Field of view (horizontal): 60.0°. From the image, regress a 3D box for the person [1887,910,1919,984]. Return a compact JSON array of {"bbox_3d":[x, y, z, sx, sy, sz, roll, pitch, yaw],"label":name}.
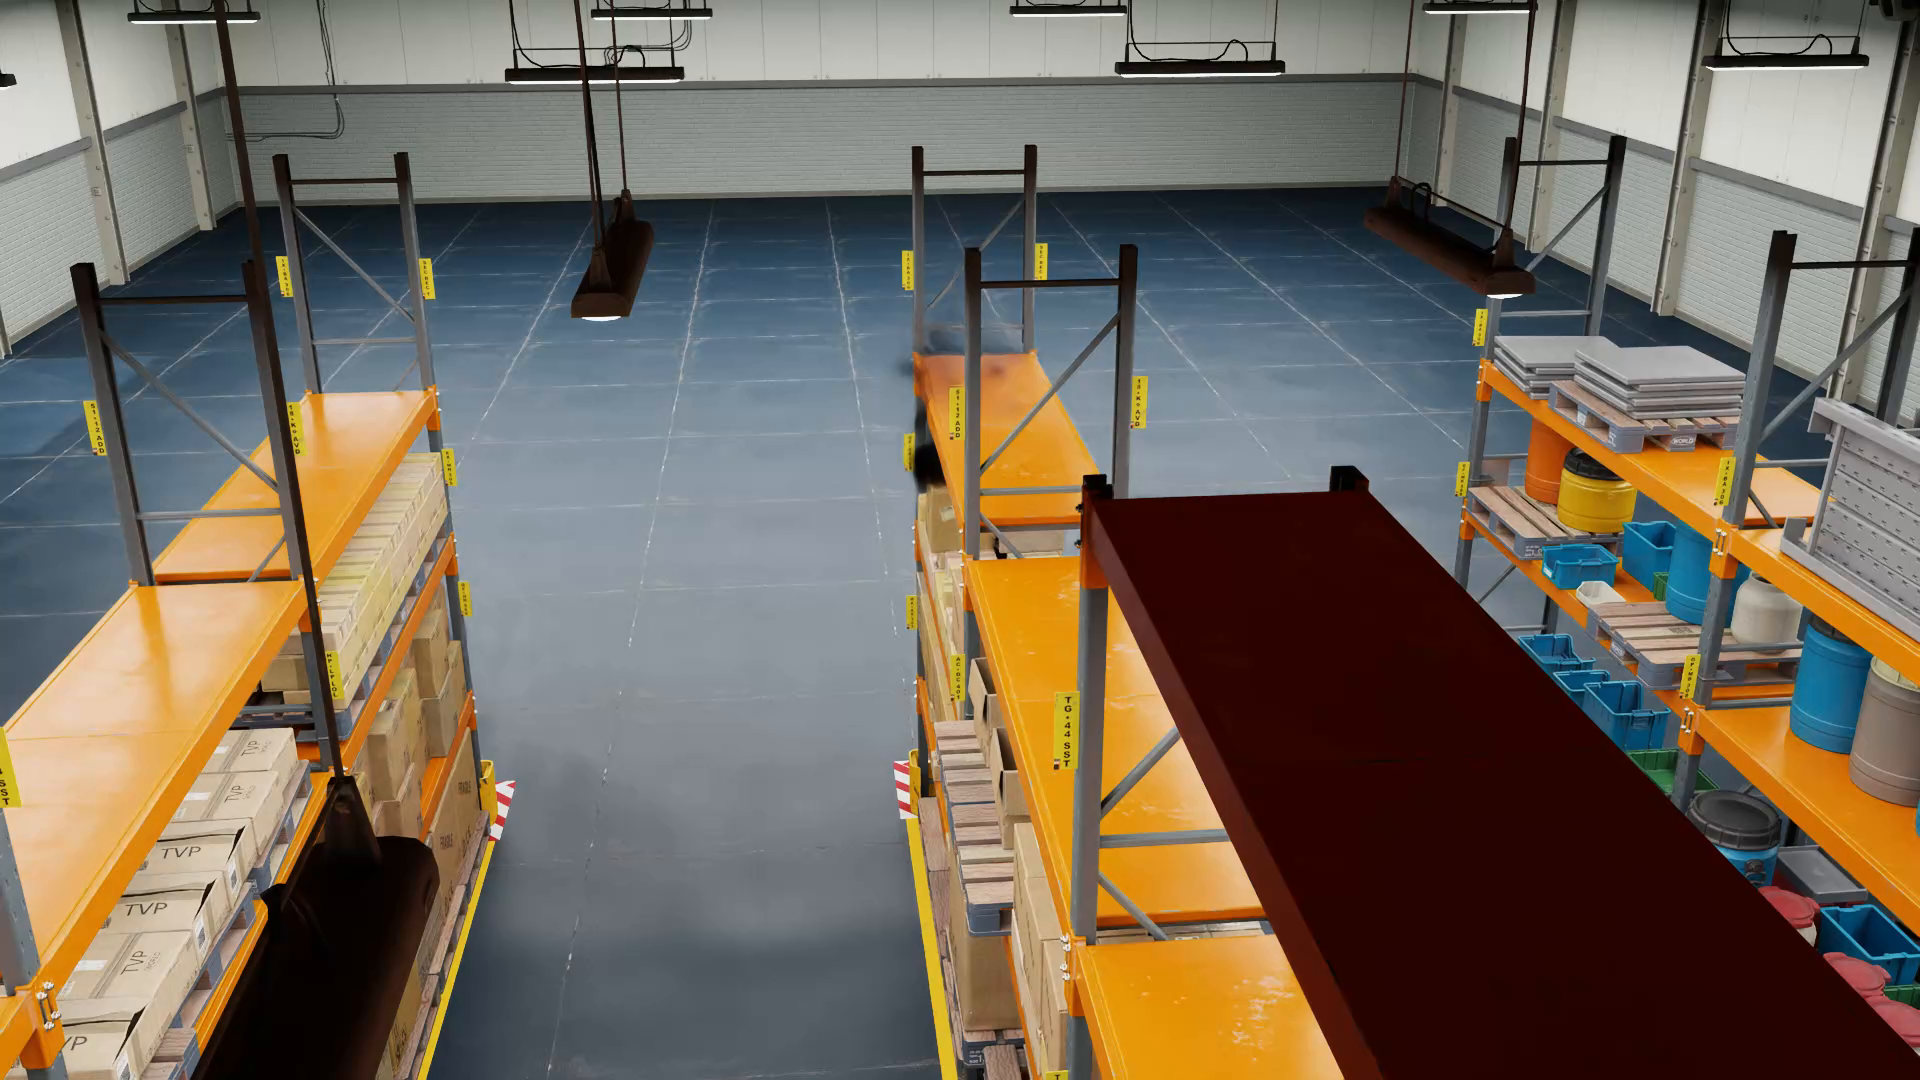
[{"bbox_3d":[7.059,2.875,12.113,0.661,1.694,0.733,-7,23,-16],"label":"person"}]
